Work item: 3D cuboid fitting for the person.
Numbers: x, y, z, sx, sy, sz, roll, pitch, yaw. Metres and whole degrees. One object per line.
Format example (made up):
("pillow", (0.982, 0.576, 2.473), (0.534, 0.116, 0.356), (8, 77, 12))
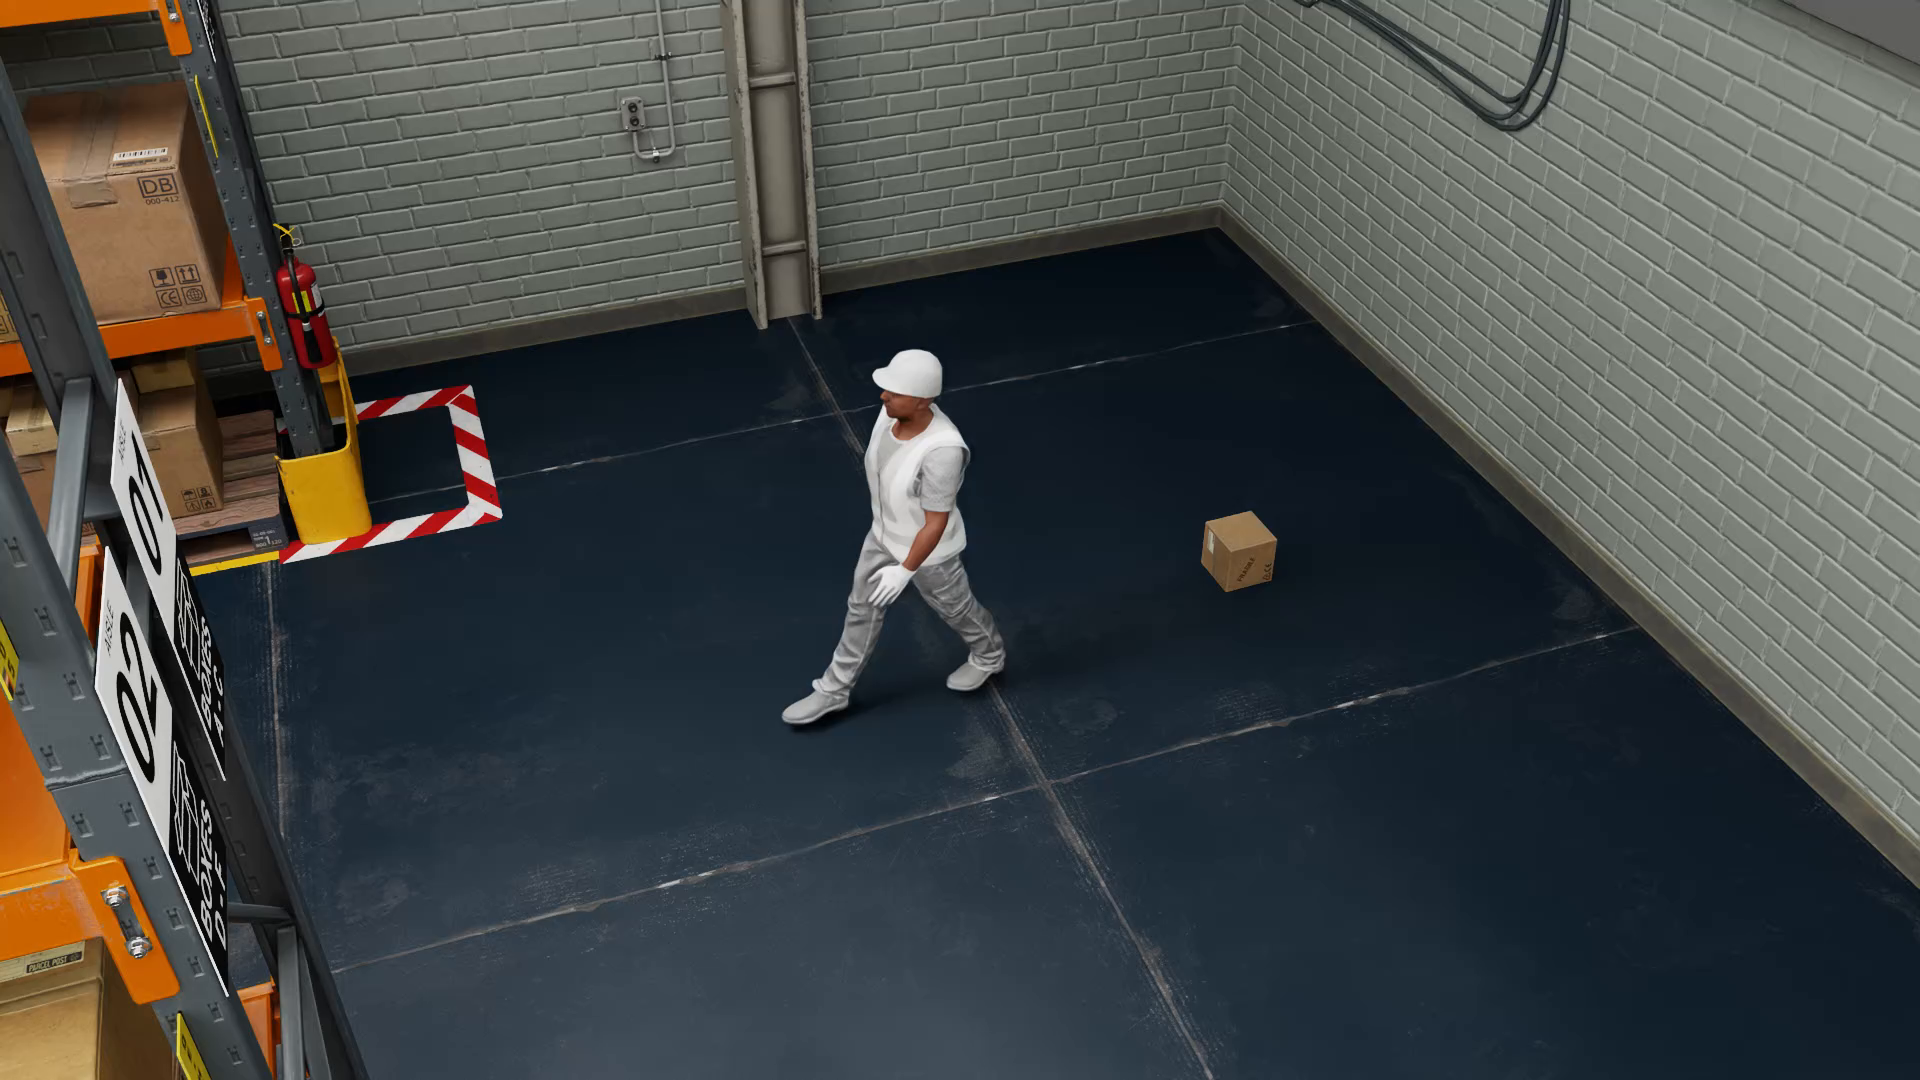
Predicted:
("person", (-0.261, 0.009, 6.720), (1.016, 1.725, 0.564), (-20, 42, -24))
